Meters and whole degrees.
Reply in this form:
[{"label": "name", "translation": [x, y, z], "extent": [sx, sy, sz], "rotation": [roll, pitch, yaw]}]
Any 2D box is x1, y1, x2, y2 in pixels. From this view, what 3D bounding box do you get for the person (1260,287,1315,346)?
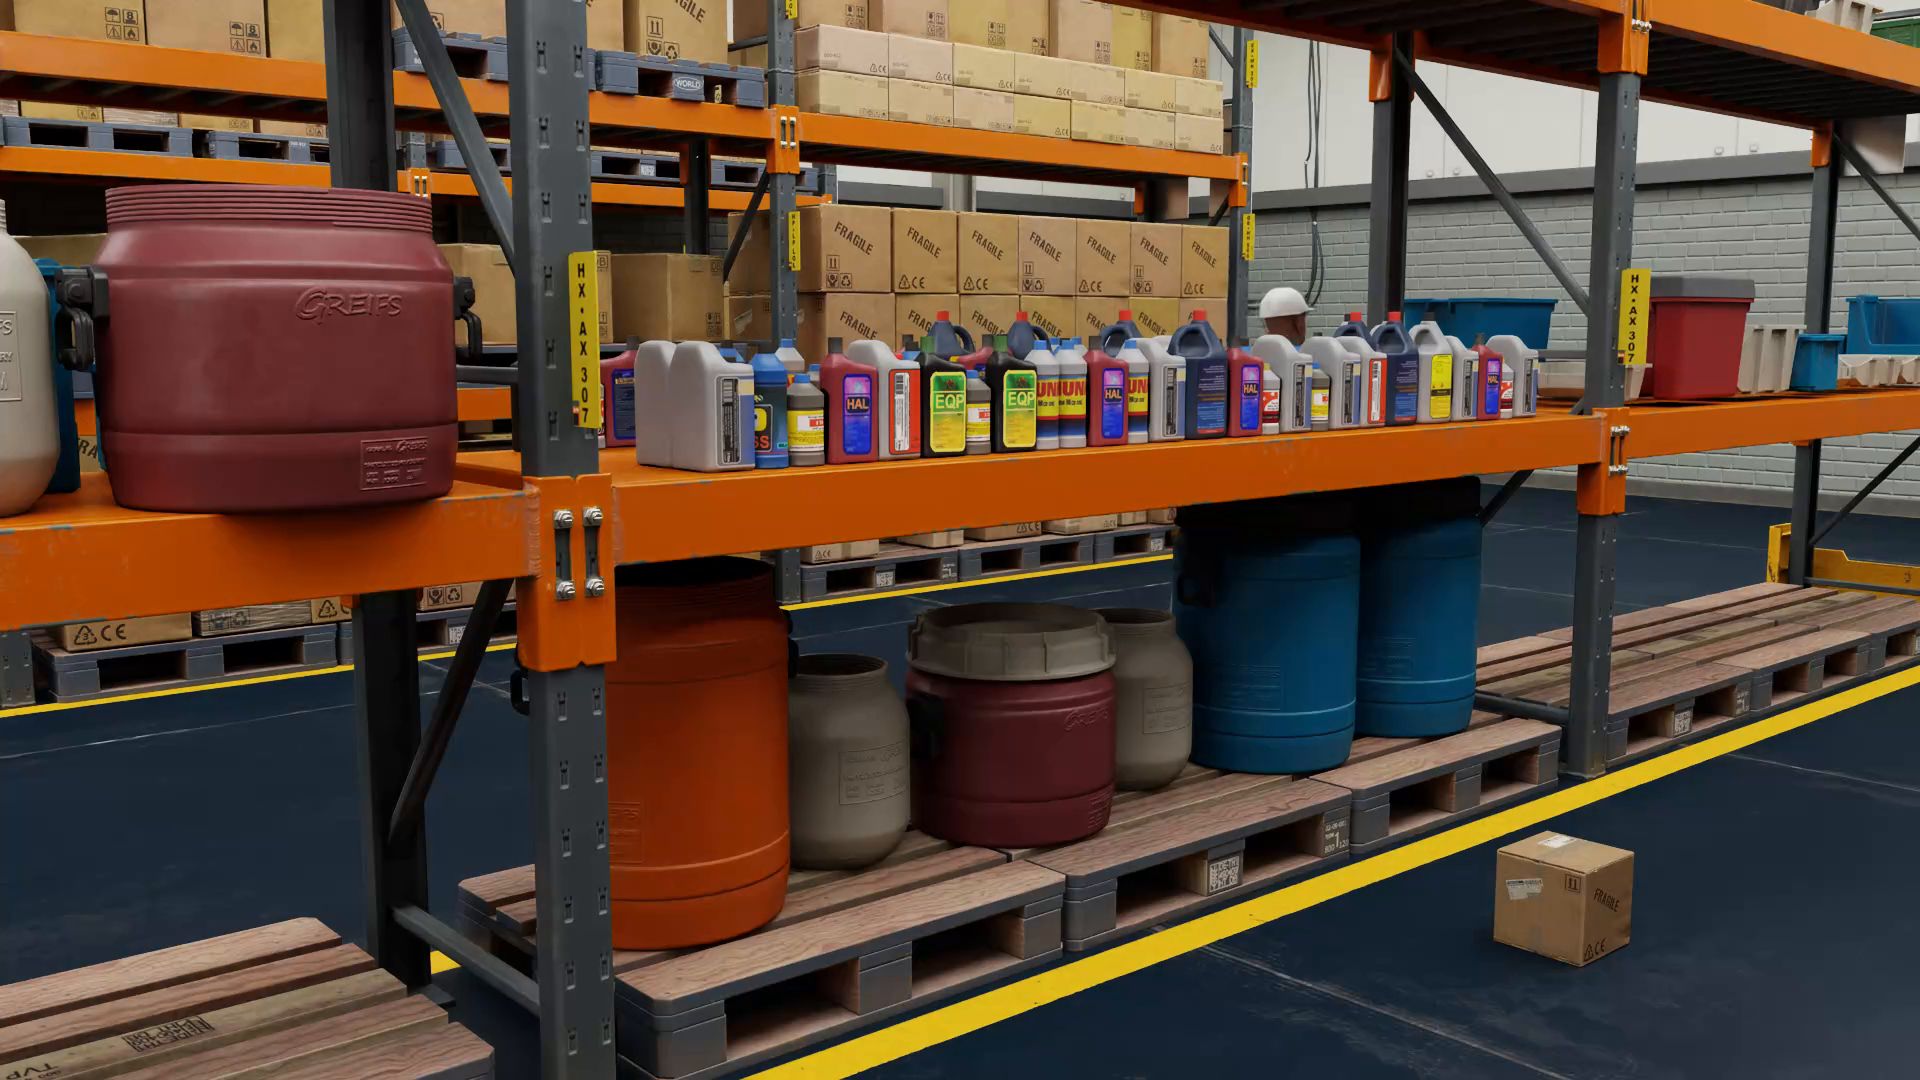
[{"label": "person", "translation": [1.582, -0.309, 7.955], "extent": [0.578, 1.780, 0.463], "rotation": [7, 10, 42]}]
